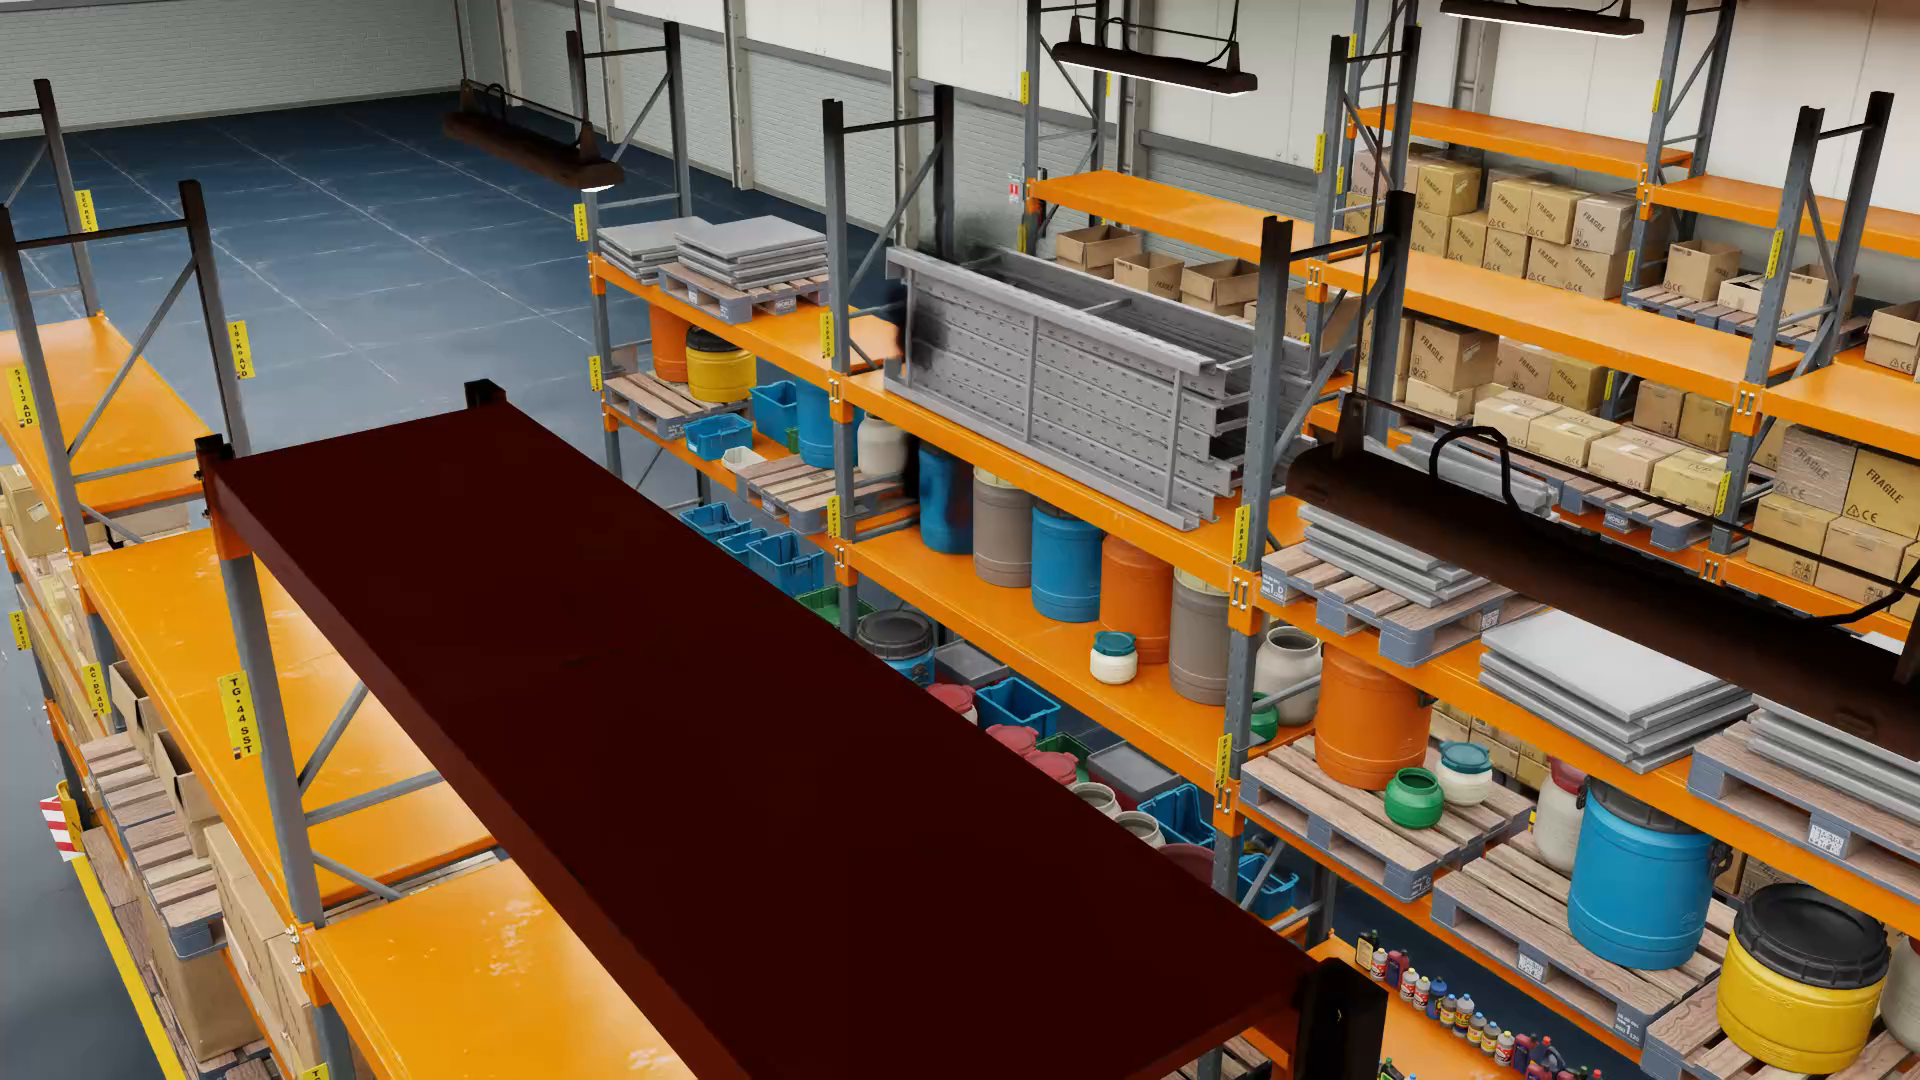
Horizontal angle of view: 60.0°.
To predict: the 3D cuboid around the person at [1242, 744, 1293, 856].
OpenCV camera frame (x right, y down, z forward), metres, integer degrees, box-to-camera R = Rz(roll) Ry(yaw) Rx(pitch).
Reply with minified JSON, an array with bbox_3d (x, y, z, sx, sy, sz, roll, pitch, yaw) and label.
[{"bbox_3d":[2.663,1.793,12.937,0.962,1.771,0.695,21,32,37],"label":"person"}]
